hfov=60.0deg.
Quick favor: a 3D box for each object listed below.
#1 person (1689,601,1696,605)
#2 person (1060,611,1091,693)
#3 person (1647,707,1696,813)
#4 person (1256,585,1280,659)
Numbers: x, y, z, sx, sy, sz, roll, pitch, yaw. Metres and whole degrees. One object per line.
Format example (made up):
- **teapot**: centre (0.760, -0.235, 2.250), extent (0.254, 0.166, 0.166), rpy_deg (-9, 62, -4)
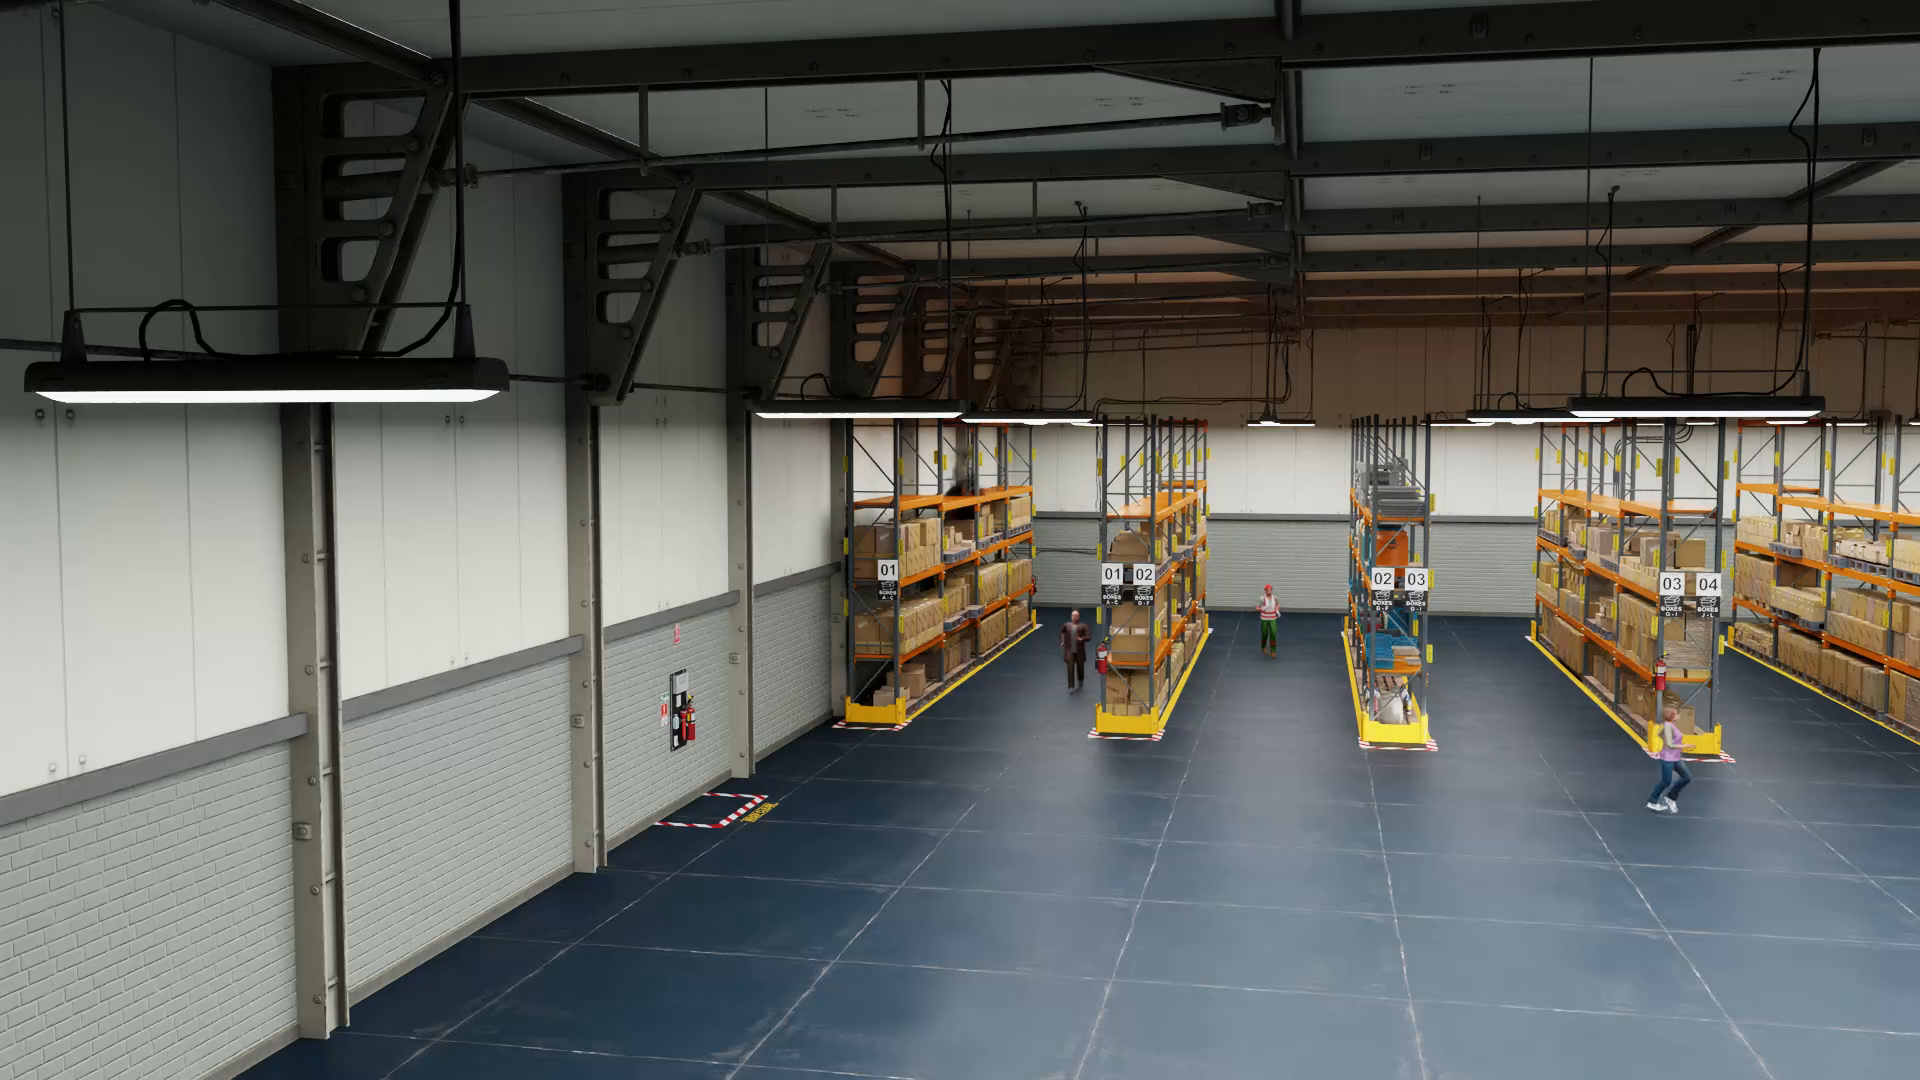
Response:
- **person**: centre (19.184, 1.972, 43.930), extent (0.619, 1.687, 0.766), rpy_deg (3, 5, 38)
- **person**: centre (2.497, 2.417, 36.163), extent (0.713, 1.752, 1.036), rpy_deg (1, 4, 10)
- **person**: centre (10.583, 3.273, 24.723), extent (0.657, 1.591, 0.509), rpy_deg (3, 5, 39)
- **person**: centre (7.742, 2.018, 41.754), extent (0.644, 1.806, 0.915), rpy_deg (0, 4, -1)
